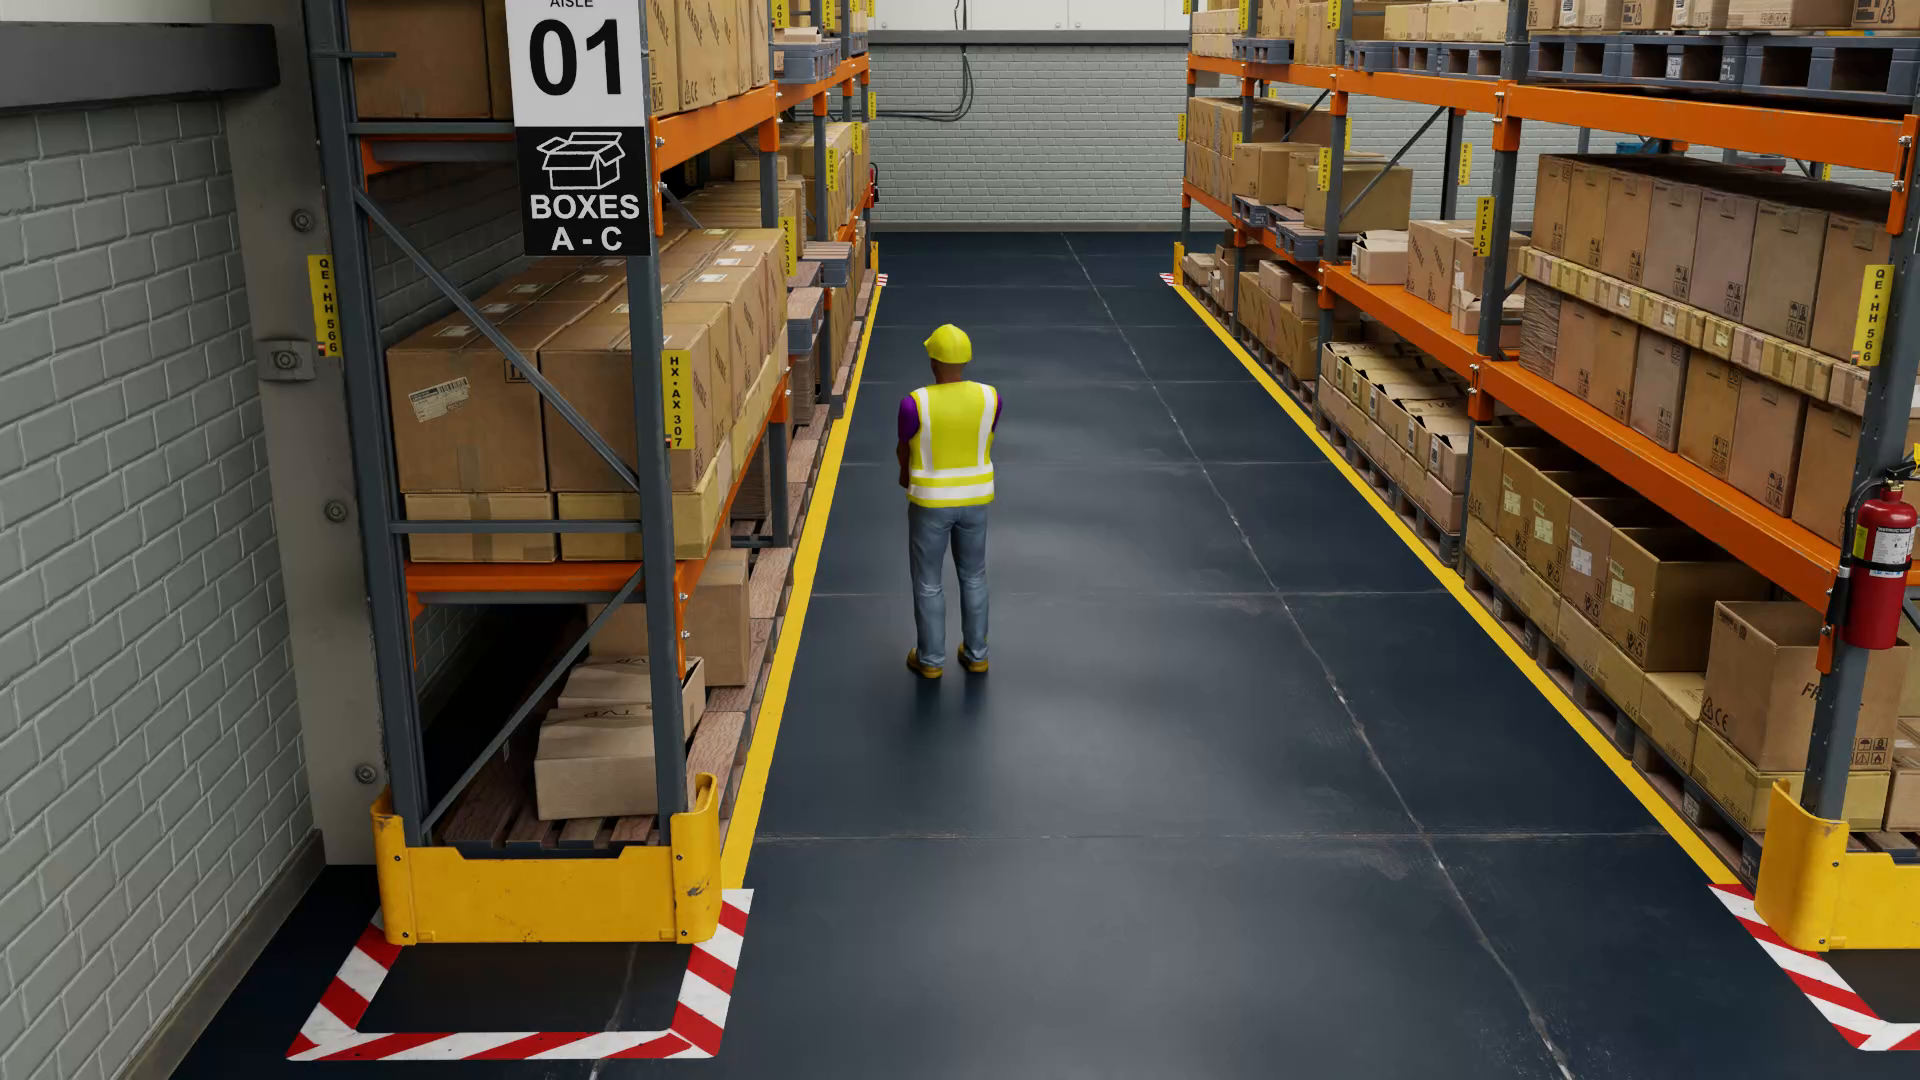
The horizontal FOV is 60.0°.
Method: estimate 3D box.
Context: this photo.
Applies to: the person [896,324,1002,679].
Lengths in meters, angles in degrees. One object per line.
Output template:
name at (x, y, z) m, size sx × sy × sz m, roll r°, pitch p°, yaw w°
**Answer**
person at (-0.088, -0.214, 8.211) m, size 0.502 × 1.762 × 0.577 m, roll -5°, pitch 18°, yaw -17°
